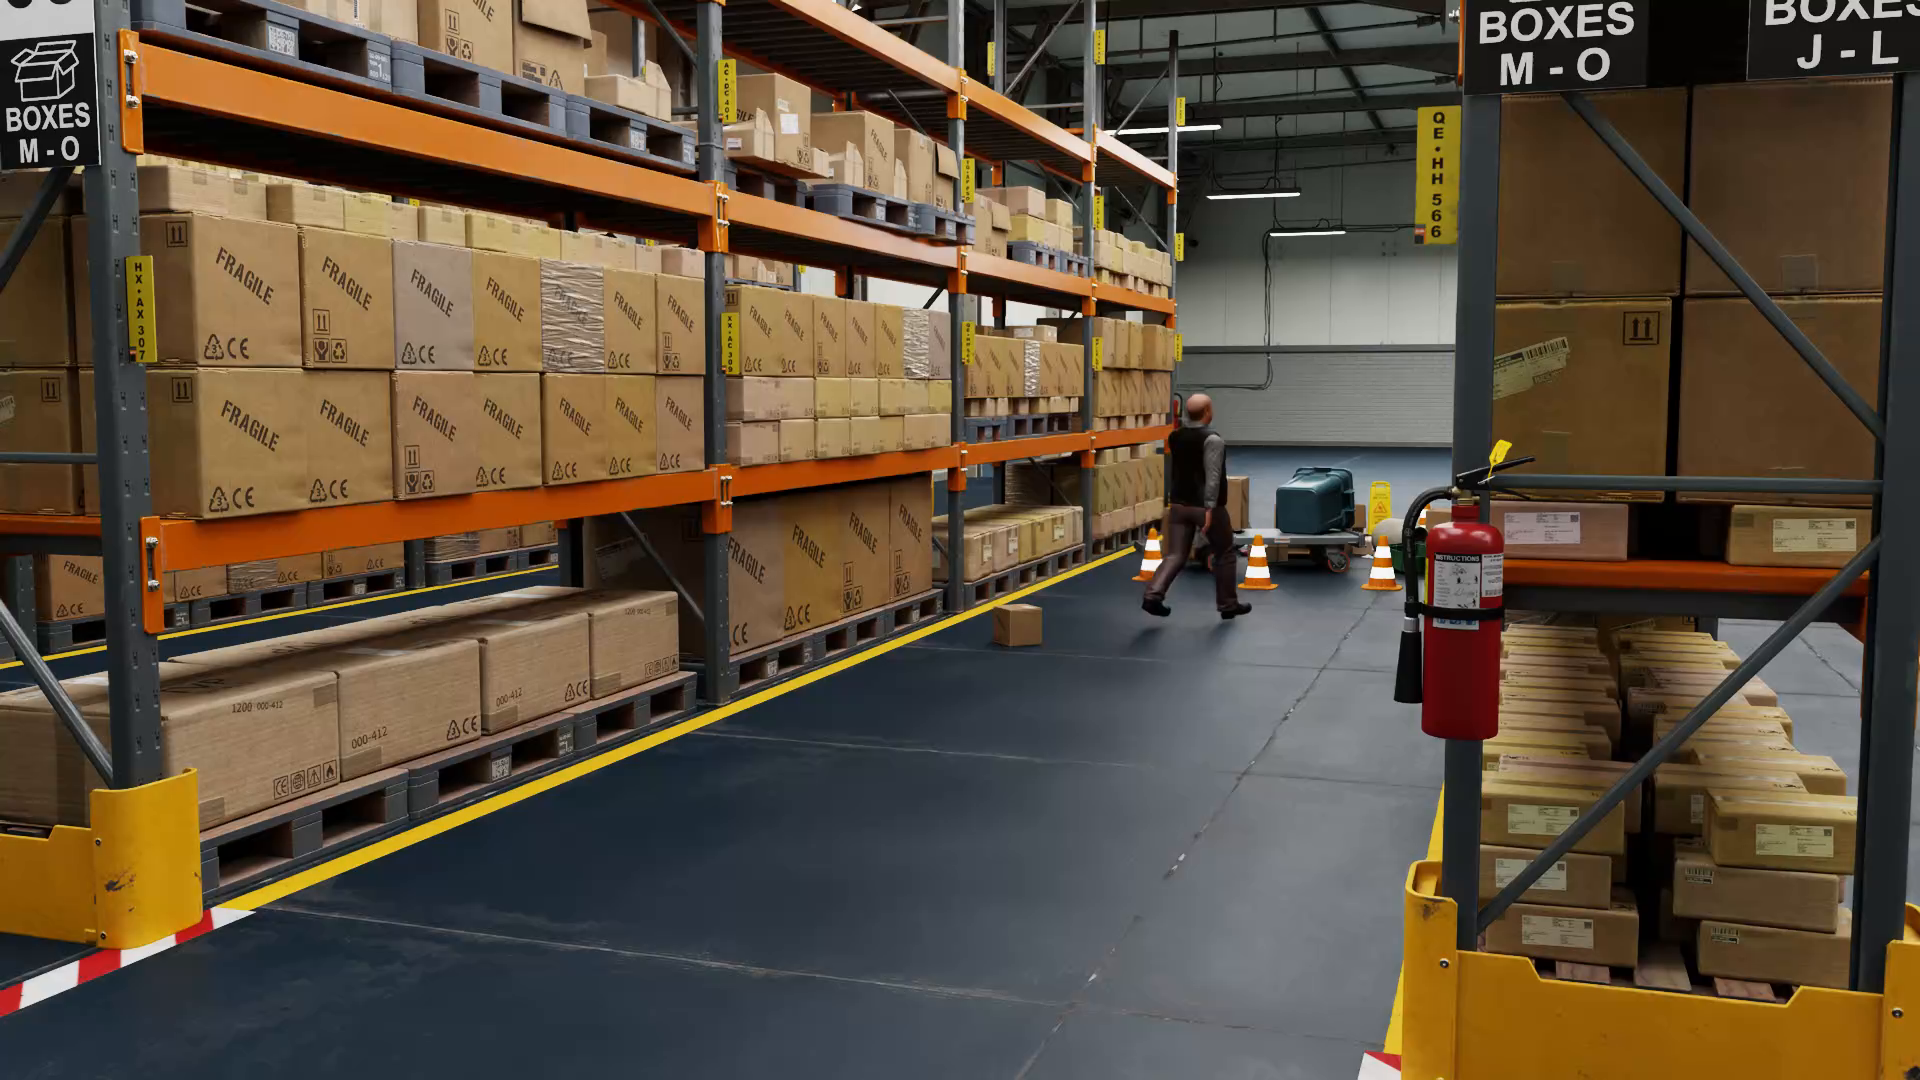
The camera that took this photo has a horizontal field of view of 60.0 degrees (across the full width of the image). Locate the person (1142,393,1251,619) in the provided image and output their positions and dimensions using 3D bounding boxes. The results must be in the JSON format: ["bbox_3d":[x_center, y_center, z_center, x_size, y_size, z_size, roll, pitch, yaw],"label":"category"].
[{"bbox_3d":[1.749,-0.237,12.244,0.545,1.680,1.015,5,7,44],"label":"person"}]
